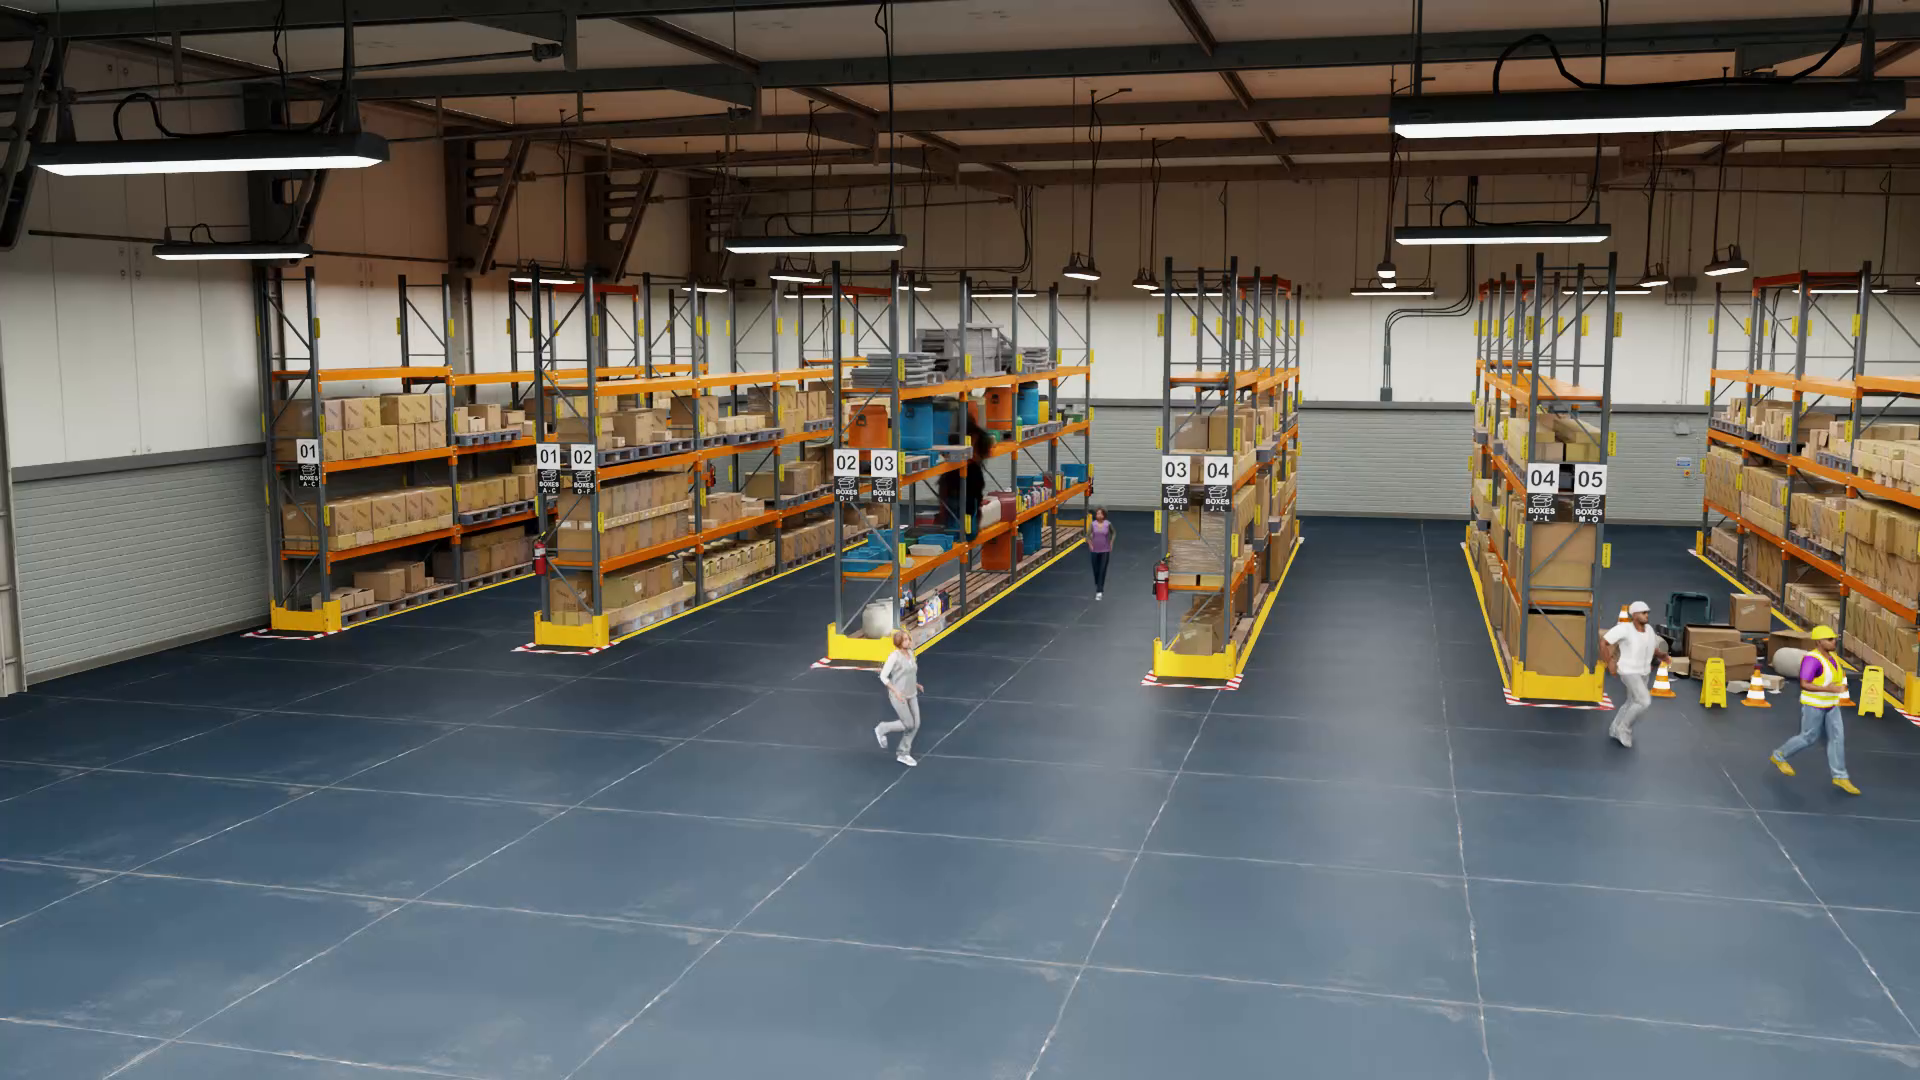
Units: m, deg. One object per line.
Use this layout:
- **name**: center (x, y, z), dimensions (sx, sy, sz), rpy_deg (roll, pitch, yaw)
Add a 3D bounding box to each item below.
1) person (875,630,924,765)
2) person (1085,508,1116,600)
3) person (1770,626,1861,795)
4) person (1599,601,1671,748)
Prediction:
- **person**: center (-0.706, 1.812, 19.252), dimensions (0.551, 1.565, 0.546), rpy_deg (5, 9, 35)
- **person**: center (2.472, 0.238, 29.285), dimensions (0.547, 1.575, 0.678), rpy_deg (1, 7, 7)
- **person**: center (9.372, 1.818, 18.157), dimensions (0.694, 1.788, 0.957), rpy_deg (-5, 9, -32)
- **person**: center (8.139, 1.614, 19.984), dimensions (0.691, 1.773, 0.701), rpy_deg (-5, 9, -32)
